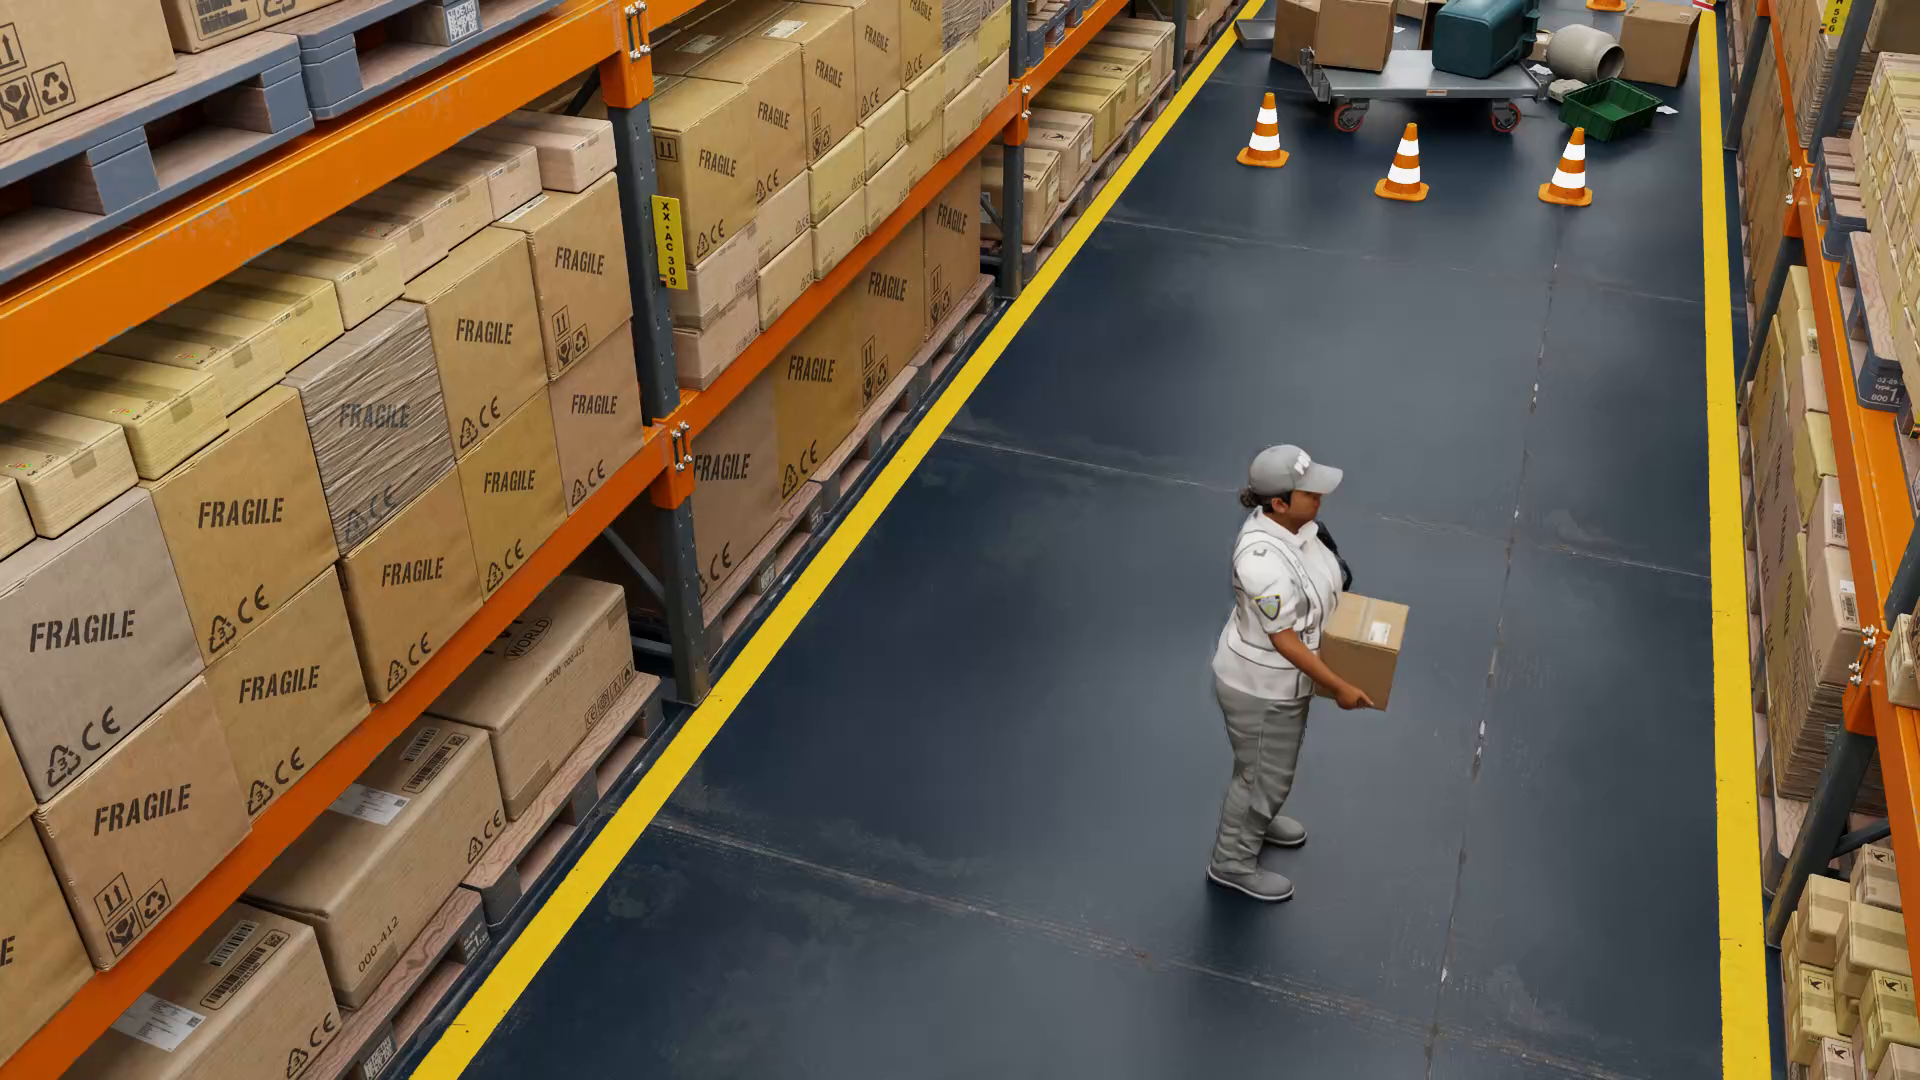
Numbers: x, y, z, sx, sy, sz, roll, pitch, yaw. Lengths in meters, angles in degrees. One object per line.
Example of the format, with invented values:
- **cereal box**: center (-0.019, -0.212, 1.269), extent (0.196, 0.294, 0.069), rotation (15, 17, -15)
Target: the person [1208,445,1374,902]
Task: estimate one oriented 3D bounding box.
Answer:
- **person**: center (1.104, 0.445, 5.467), extent (0.535, 1.660, 0.456), rotation (12, 35, 17)
